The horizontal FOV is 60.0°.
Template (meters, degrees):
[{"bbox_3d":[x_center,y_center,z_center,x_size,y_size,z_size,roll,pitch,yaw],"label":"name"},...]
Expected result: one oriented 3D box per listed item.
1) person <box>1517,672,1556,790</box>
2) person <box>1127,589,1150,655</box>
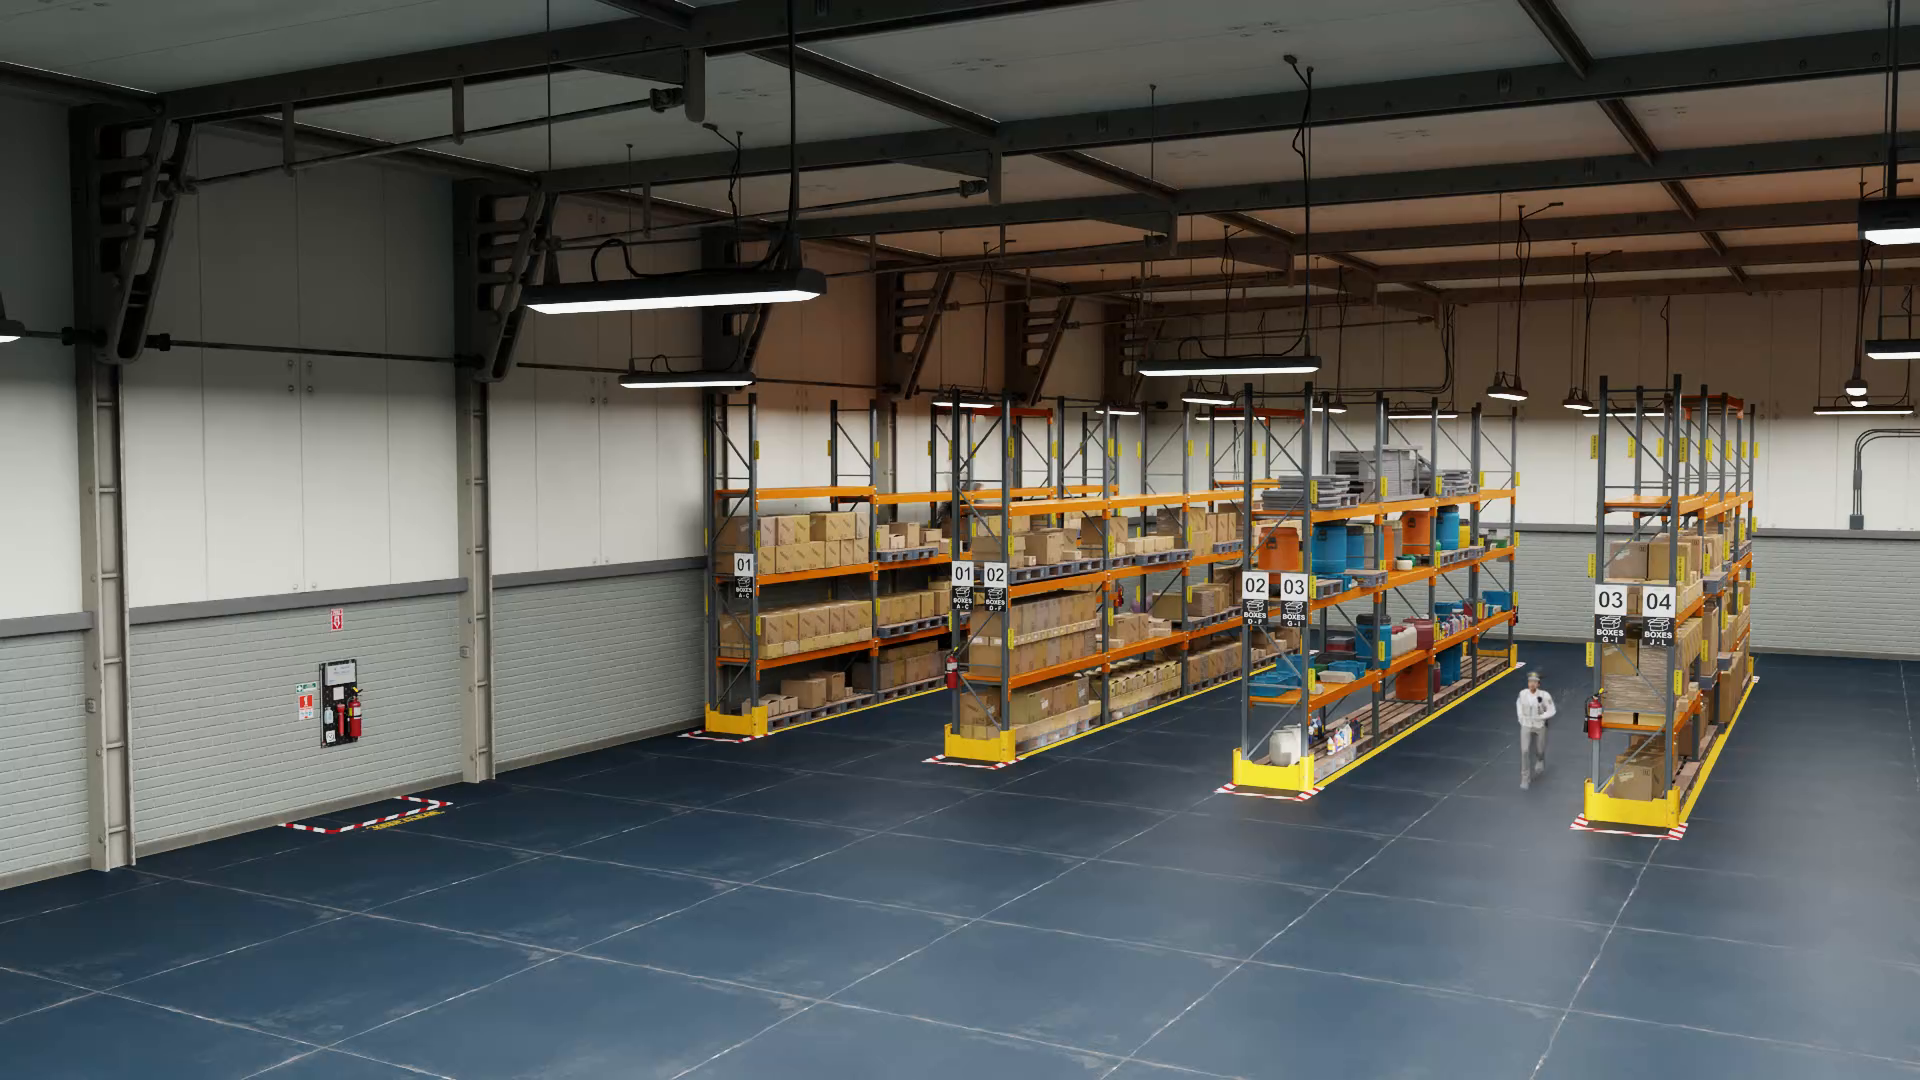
[{"bbox_3d":[8.617,2.821,24.898,0.581,1.712,1.091,1,3,25],"label":"person"},{"bbox_3d":[4.377,1.980,40.866,0.544,1.596,0.892,1,3,17],"label":"person"}]
